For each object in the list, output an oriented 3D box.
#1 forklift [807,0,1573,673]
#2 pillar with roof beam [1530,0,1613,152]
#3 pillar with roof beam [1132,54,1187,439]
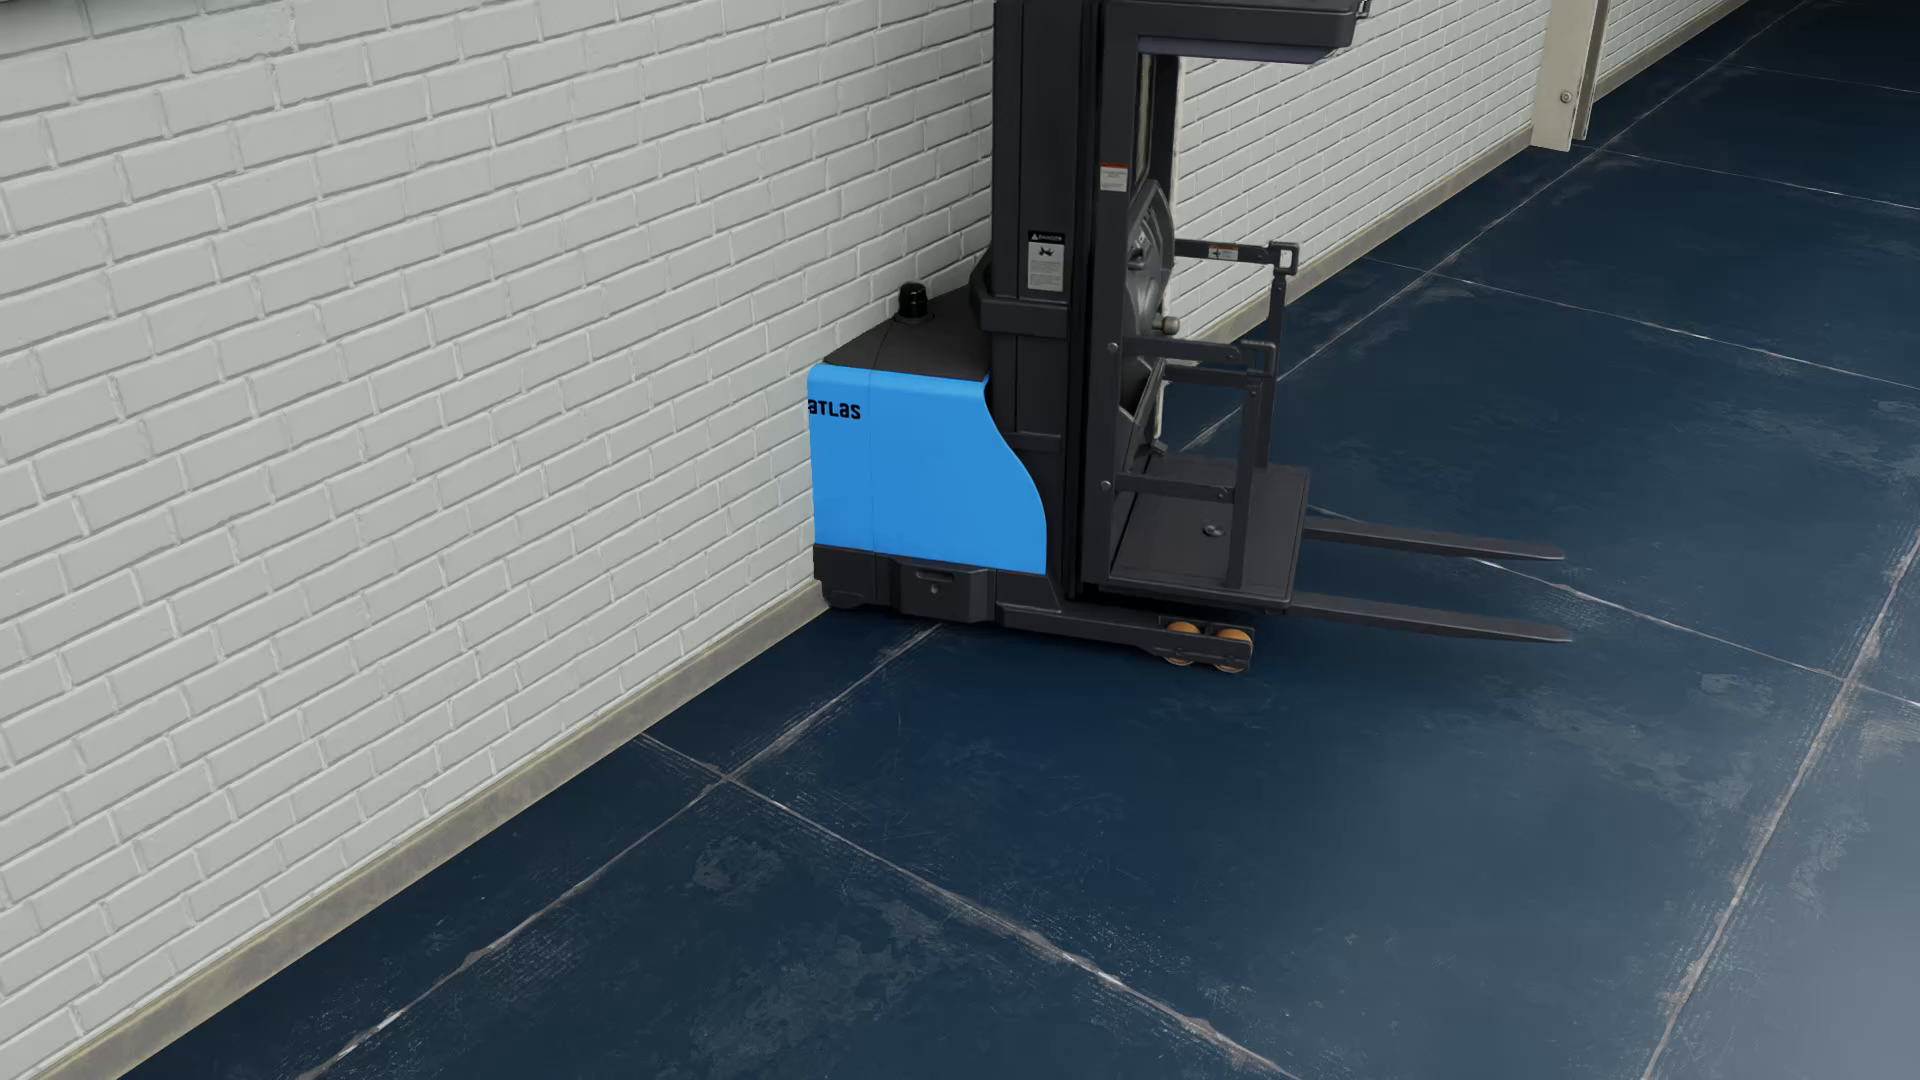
[{"bbox_3d":[0.896,-1.052,6.150,3.031,2.935,1.130,8,31,12],"label":"forklift"},{"bbox_3d":[7.795,-5.466,7.647,9.100,9.000,0.400,21,37,31],"label":"pillar with roof beam"},{"bbox_3d":[4.173,-3.028,3.532,9.100,9.000,0.400,21,37,31],"label":"pillar with roof beam"}]
